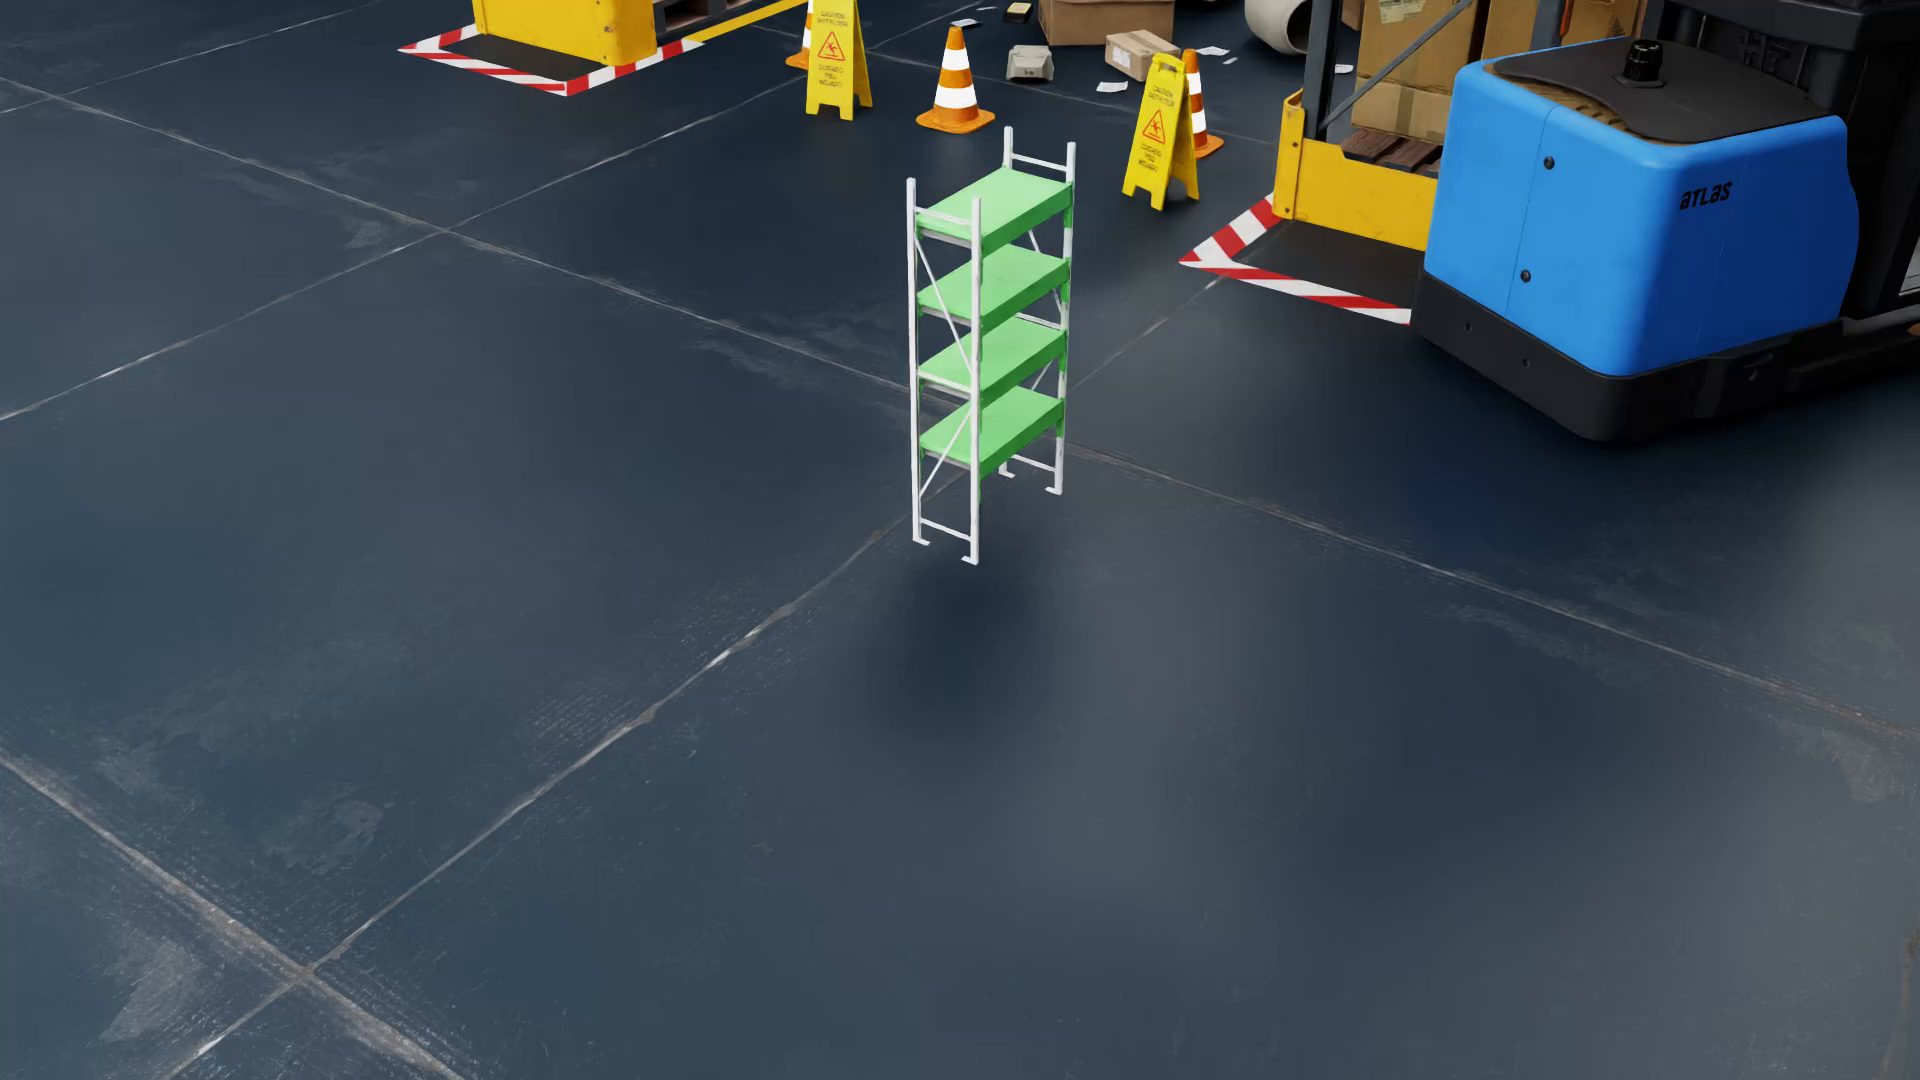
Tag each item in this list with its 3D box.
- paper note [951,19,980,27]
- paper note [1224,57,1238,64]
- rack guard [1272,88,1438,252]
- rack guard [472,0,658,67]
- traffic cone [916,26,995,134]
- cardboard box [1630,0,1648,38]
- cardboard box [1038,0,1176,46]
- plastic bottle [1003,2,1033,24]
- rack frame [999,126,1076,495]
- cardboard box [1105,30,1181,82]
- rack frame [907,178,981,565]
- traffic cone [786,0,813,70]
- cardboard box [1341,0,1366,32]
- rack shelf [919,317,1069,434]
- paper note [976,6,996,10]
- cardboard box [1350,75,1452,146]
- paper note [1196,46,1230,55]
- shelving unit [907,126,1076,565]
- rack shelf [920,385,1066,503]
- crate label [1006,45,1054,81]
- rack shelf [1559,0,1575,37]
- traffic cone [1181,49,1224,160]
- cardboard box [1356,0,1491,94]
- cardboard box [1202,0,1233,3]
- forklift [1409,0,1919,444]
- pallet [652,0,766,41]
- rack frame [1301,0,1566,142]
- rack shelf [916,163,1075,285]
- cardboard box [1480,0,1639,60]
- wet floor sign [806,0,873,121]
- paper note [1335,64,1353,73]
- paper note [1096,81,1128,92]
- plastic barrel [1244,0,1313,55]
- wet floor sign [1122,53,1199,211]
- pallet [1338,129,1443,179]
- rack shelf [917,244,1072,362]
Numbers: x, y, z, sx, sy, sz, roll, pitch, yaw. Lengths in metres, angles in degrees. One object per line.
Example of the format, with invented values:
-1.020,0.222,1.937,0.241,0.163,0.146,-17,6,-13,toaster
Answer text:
0.040,-3.016,9.684,0.142,0.017,0.144,-22,40,-29,paper note
1.488,-2.632,9.134,0.032,0.001,0.123,21,39,28,paper note
1.942,-1.551,7.098,1.175,0.500,0.348,21,39,28,rack guard
-2.239,-3.040,9.299,1.175,0.500,0.348,21,39,28,rack guard
-0.021,-2.309,8.251,0.336,0.463,0.334,21,39,28,traffic cone
2.894,-2.434,7.581,0.500,0.500,0.500,20,39,27,cardboard box
0.821,-3.135,9.436,0.797,0.503,0.637,-3,34,-4,cardboard box
0.350,-3.119,9.807,0.133,0.061,0.283,8,35,12,plastic bottle
0.234,-0.685,5.193,0.240,1.200,0.015,21,39,28,rack frame
0.986,-2.619,8.990,0.250,0.149,0.380,-15,37,-21,cardboard box
-0.045,-0.461,4.860,0.240,1.200,0.015,21,39,28,rack frame
-0.756,-2.826,9.017,0.336,0.463,0.334,21,39,28,traffic cone
2.451,-3.300,9.681,0.500,0.500,0.500,-9,35,-13,cardboard box
0.094,-0.520,5.062,0.258,0.148,0.480,21,39,28,rack shelf
0.155,-3.178,9.940,0.123,0.001,0.032,-15,37,-21,paper note
2.153,-2.056,7.692,0.500,0.250,0.500,21,39,28,cardboard box
1.410,-2.731,9.272,0.142,0.019,0.148,-22,40,-29,paper note
0.094,-0.573,5.027,0.258,1.200,0.503,21,39,28,shelving unit
0.094,-0.321,5.197,0.258,0.148,0.480,21,39,28,rack shelf
0.376,-2.556,8.907,0.250,0.136,0.298,3,34,4,crate label
3.039,-3.174,7.908,1.077,0.370,4.000,21,39,28,rack shelf
1.084,-2.111,7.958,0.336,0.463,0.334,21,39,28,traffic cone
2.142,-2.349,7.457,0.500,0.500,0.500,22,40,28,cardboard box
1.347,-3.624,10.039,0.797,0.637,0.503,21,39,28,cardboard box
3.267,-2.101,5.740,3.031,2.935,1.130,-15,37,-21,forklift
-1.834,-3.324,9.977,1.003,0.211,1.213,21,39,28,pallet
1.899,-2.552,6.346,1.000,3.000,0.127,21,39,28,rack frame
0.094,-0.918,4.793,0.258,0.148,0.480,21,39,28,rack shelf
2.599,-2.192,7.223,0.500,0.500,0.500,20,39,27,cardboard box
-0.615,-2.465,8.320,0.267,0.644,0.232,14,37,20,wet floor sign
2.056,-2.564,9.014,0.142,0.019,0.148,8,35,12,paper note
0.803,-2.393,8.761,0.148,0.019,0.142,8,35,12,paper note
1.833,-2.919,9.188,0.421,0.421,0.512,-9,35,-13,plastic barrel
0.912,-1.831,7.382,0.232,0.644,0.267,-22,40,-29,wet floor sign
2.435,-1.794,7.715,1.003,0.211,1.213,21,39,28,pallet
0.094,-0.719,4.928,0.258,0.148,0.480,21,39,28,rack shelf
